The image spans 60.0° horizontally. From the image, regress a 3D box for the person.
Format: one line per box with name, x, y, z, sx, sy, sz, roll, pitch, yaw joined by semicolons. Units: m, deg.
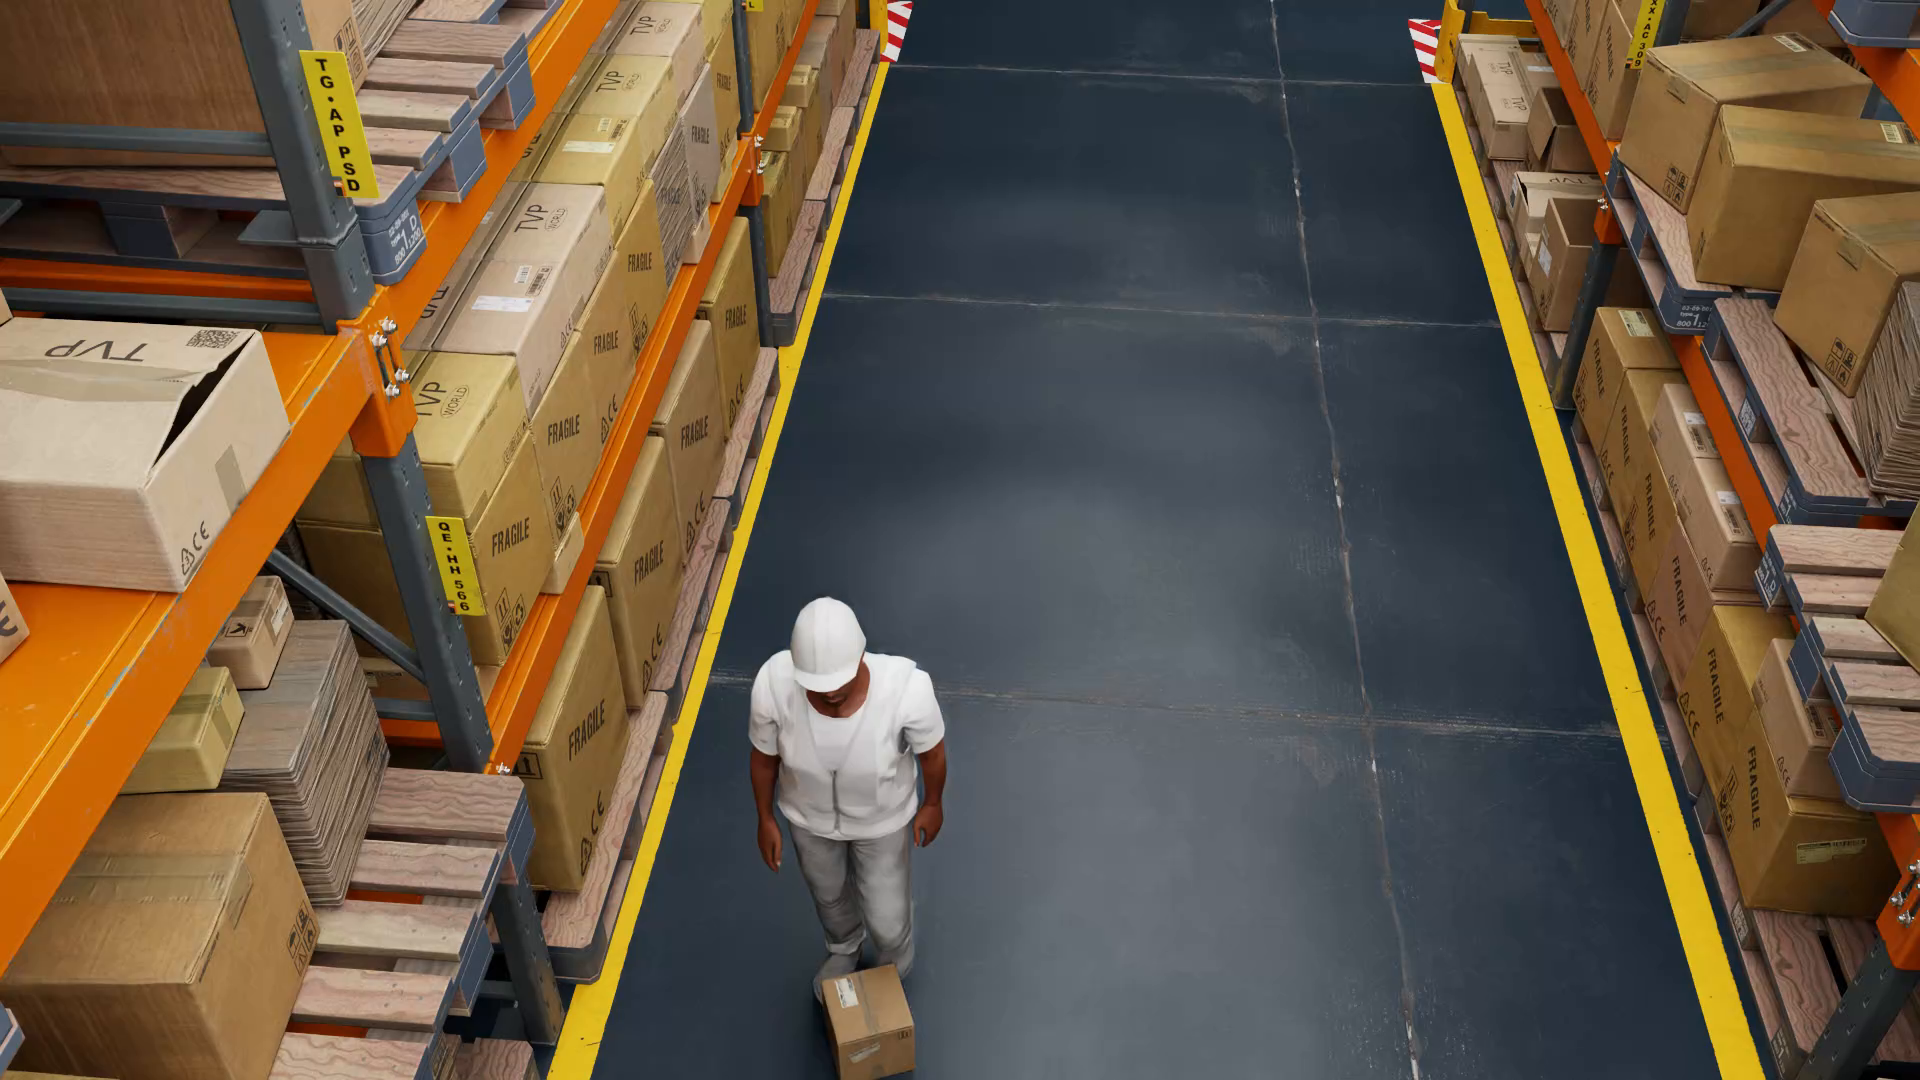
person;-0.340;0.837;5.117;0.585;1.779;0.463;6;40;7
